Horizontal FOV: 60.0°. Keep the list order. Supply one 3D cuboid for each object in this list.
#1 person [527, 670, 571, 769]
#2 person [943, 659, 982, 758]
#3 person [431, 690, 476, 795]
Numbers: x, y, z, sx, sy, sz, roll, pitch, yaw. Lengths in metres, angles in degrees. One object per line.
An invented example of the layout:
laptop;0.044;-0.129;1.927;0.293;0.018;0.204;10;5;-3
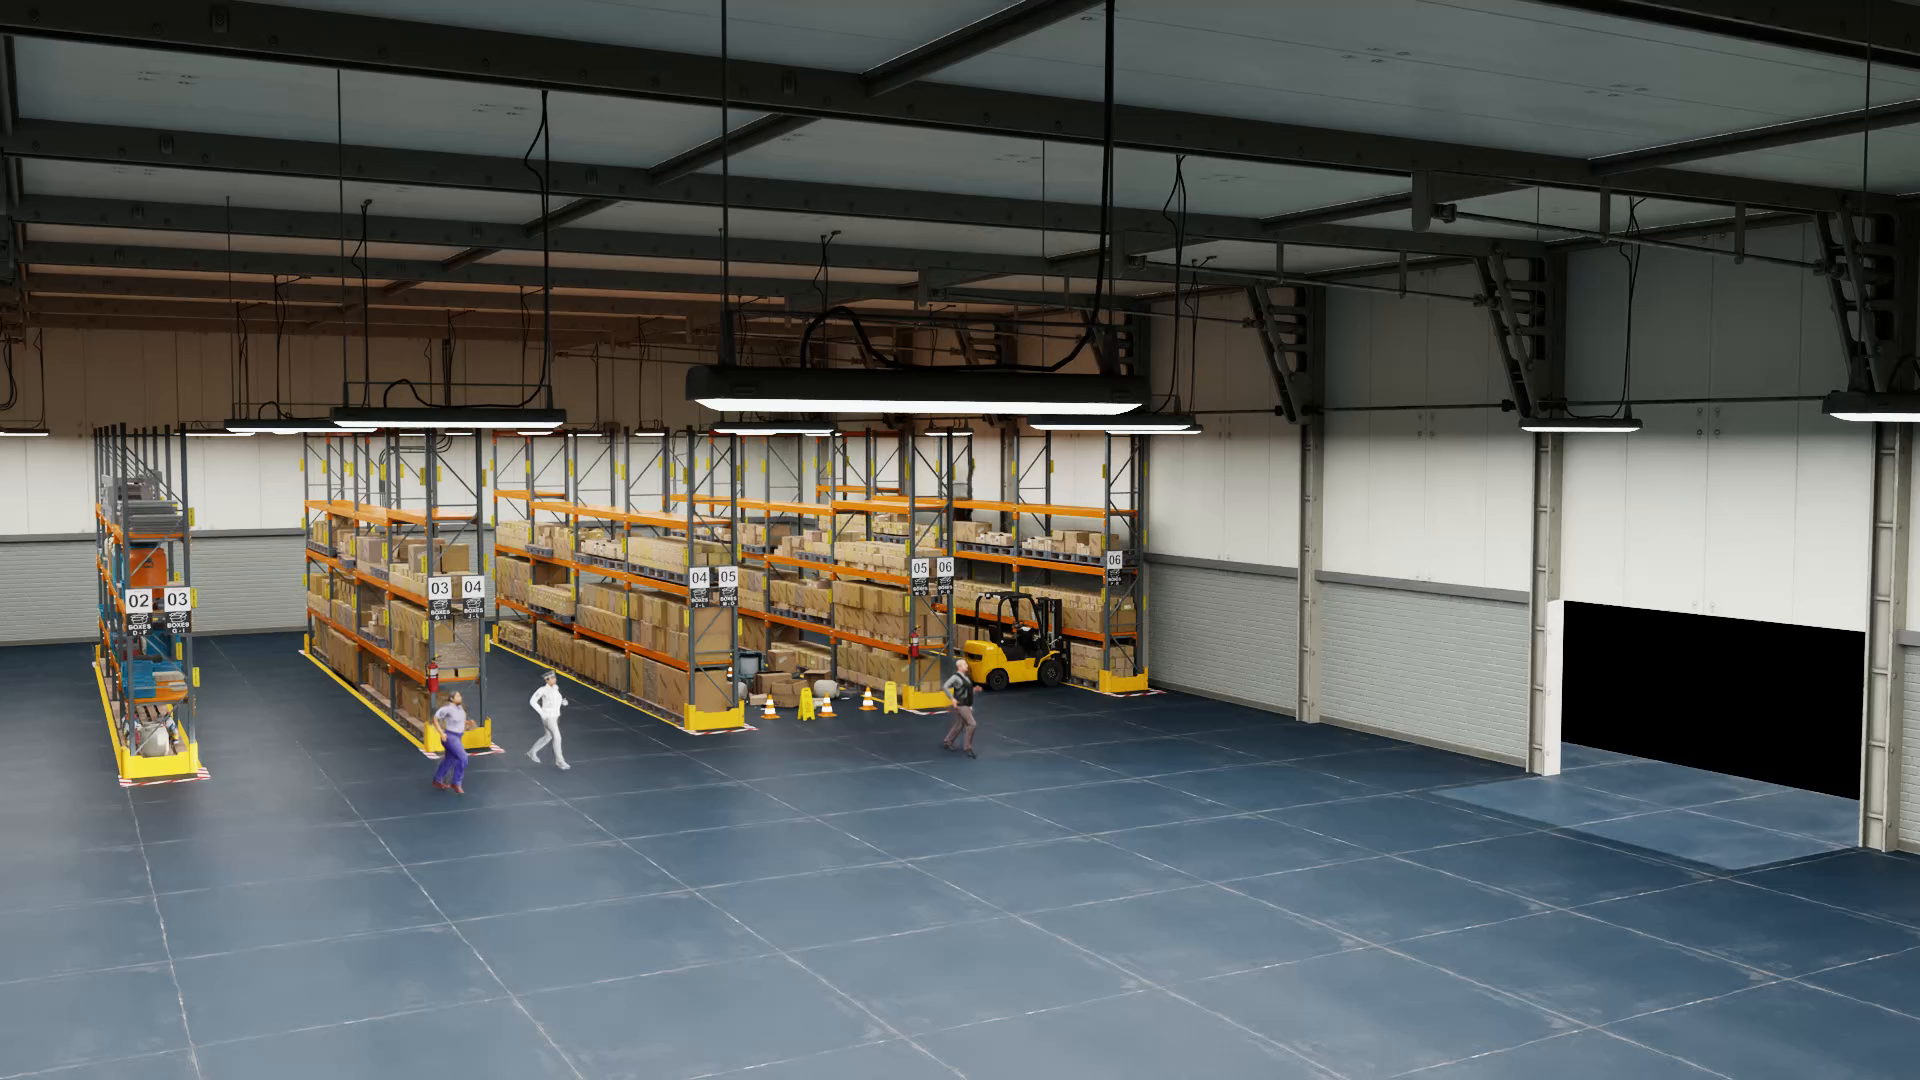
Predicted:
person;-7.165;3.117;29.033;0.848;1.723;0.596;1;4;16
person;0.037;3.048;30.042;0.764;1.786;0.629;1;4;17
person;-8.239;3.288;26.990;0.747;1.677;0.595;0;3;3
